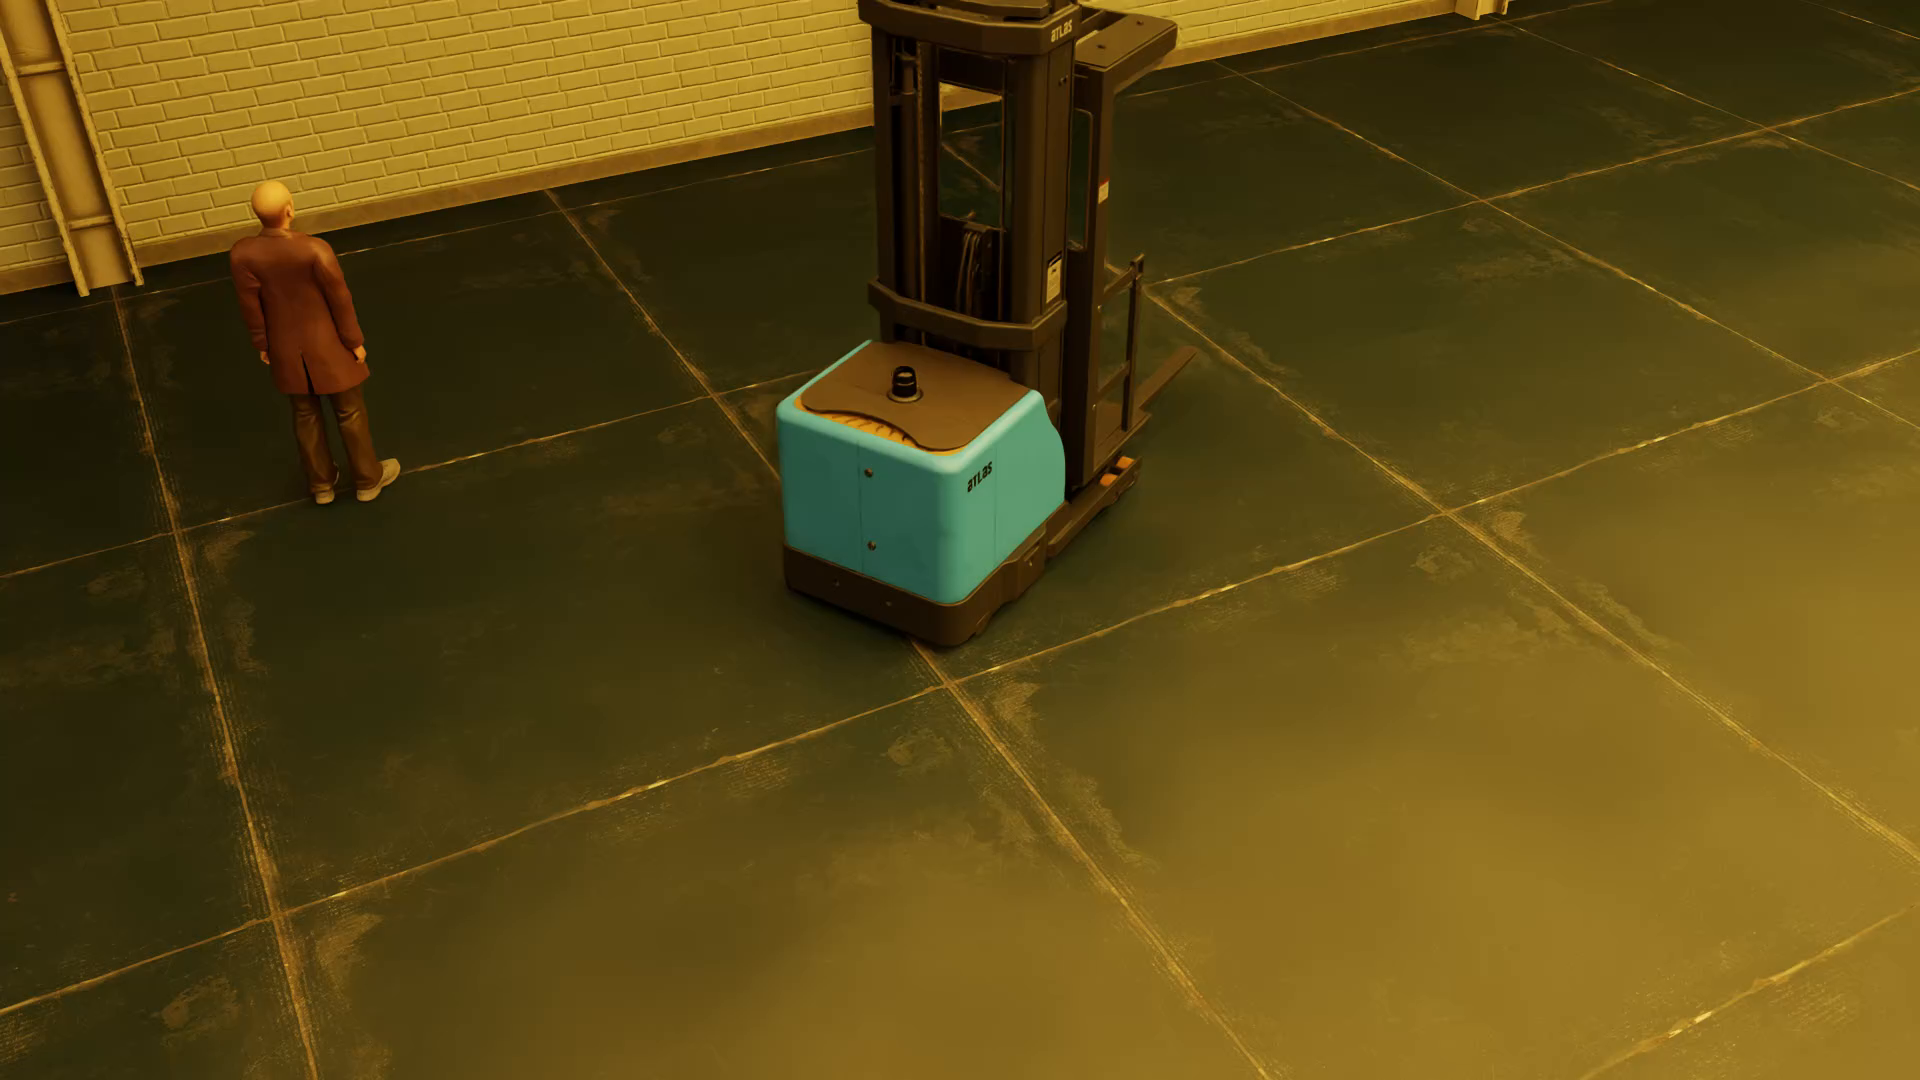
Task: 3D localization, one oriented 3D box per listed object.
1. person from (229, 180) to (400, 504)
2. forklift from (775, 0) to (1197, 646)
[{"bbox_3d":[-3.335,-1.021,8.562,0.563,1.783,0.384,-1,35,-1],"label":"person"},{"bbox_3d":[0.329,-1.518,8.271,1.130,2.935,3.031,20,40,25],"label":"forklift"}]
